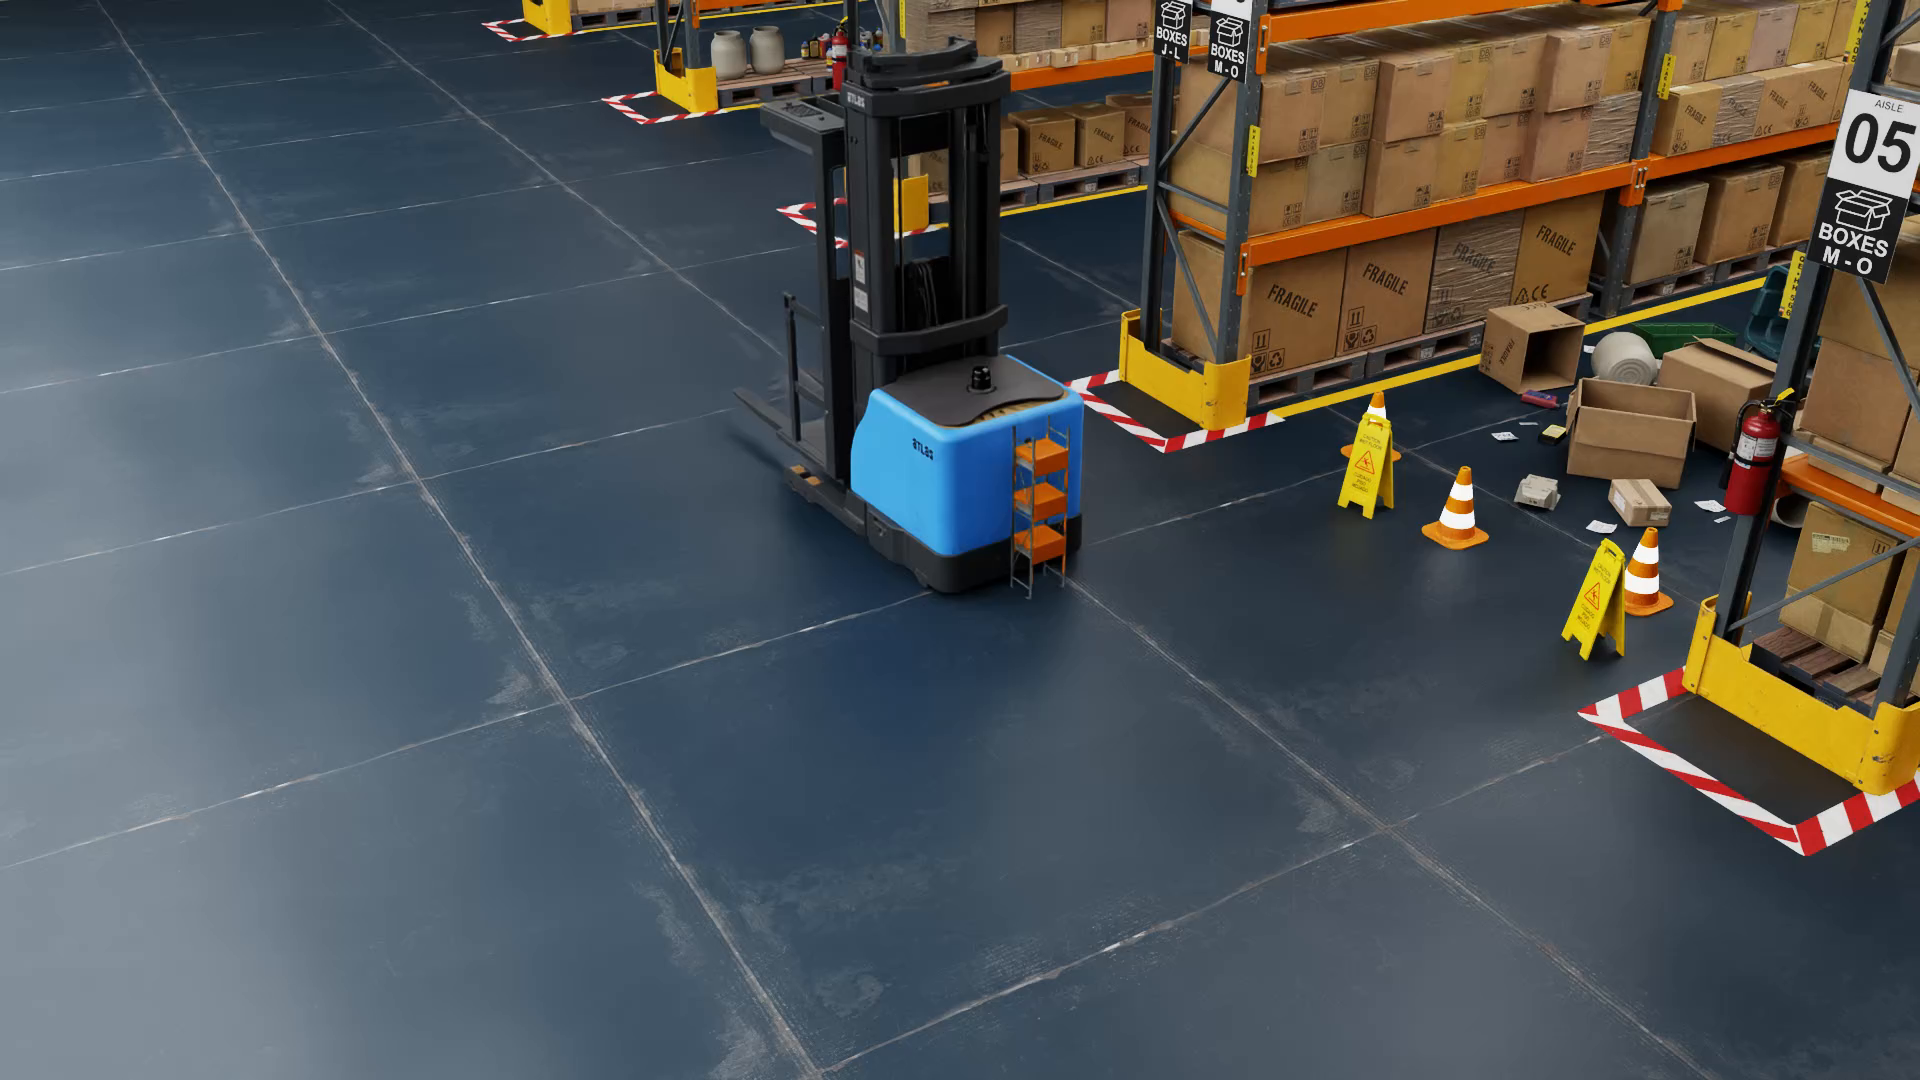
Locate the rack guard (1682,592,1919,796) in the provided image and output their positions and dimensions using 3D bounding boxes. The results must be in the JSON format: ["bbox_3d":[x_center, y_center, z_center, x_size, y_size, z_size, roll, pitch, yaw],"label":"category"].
[{"bbox_3d":[4.301,0.752,8.468,0.348,0.500,1.175,-16,33,-26],"label":"rack guard"}]

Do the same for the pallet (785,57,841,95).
[{"bbox_3d":[-1.499,-5.826,20.687,1.213,0.211,1.003,-16,33,-26],"label":"pallet"}]

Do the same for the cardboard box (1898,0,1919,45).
[{"bbox_3d":[8.146,-4.695,14.613,0.500,0.500,0.700,-16,33,-27],"label":"cardboard box"}]

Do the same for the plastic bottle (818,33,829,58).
[{"bbox_3d":[-1.702,-6.198,20.838,0.135,0.276,0.152,-16,33,-26],"label":"plastic bottle"}]

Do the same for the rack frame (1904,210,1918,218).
[{"bbox_3d":[8.538,-4.320,15.071,0.127,3.000,1.000,-16,33,-26],"label":"rack frame"}]

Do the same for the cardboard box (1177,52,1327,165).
[{"bbox_3d":[1.980,-2.974,11.361,0.550,0.550,0.875,-16,33,-26],"label":"cardboard box"}]

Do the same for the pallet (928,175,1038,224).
[{"bbox_3d":[-0.001,-3.434,16.352,1.213,0.211,1.003,-16,33,-26],"label":"pallet"}]

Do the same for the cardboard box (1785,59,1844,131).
[{"bbox_3d":[6.984,-3.770,13.972,0.500,0.500,0.500,-15,32,-26],"label":"cardboard box"}]

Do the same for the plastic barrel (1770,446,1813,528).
[{"bbox_3d":[5.249,-0.332,10.512,0.421,0.421,0.512,5,29,8],"label":"plastic barrel"}]

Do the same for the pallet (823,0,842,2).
[{"bbox_3d":[-1.736,-8.535,25.595,1.213,0.211,1.003,-16,33,-26],"label":"pallet"}]

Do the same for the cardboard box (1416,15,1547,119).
[{"bbox_3d":[3.803,-3.545,12.394,0.550,0.550,0.875,-16,33,-26],"label":"cardboard box"}]

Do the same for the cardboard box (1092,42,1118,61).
[{"bbox_3d":[1.327,-4.785,16.175,0.250,0.149,0.380,-16,33,-26],"label":"cardboard box"}]

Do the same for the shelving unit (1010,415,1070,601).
[{"bbox_3d":[0.458,-0.179,9.586,0.252,1.050,0.215,-19,34,-30],"label":"shelving unit"}]

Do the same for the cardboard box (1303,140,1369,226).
[{"bbox_3d":[2.401,-2.680,11.945,0.550,0.550,0.875,-16,33,-26],"label":"cardboard box"}]

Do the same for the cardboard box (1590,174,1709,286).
[{"bbox_3d":[5.579,-2.729,14.082,0.750,0.750,1.050,-16,33,-27],"label":"cardboard box"}]

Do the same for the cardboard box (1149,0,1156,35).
[{"bbox_3d":[1.796,-5.413,16.641,0.500,0.500,0.875,-16,33,-26],"label":"cardboard box"}]

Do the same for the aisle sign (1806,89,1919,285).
[{"bbox_3d":[4.035,-1.568,7.394,0.004,0.787,0.394,-16,33,-26],"label":"aisle sign"}]

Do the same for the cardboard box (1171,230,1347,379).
[{"bbox_3d":[2.192,-1.808,12.285,0.875,0.875,0.875,-16,33,-26],"label":"cardboard box"}]

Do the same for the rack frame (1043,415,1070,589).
[{"bbox_3d":[0.558,-0.212,9.646,0.008,1.050,0.200,-19,34,-30],"label":"rack frame"}]

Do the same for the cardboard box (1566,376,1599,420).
[{"bbox_3d":[4.541,-0.955,11.805,0.258,0.266,0.396,-10,30,-18],"label":"cardboard box"}]

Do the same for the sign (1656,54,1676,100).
[{"bbox_3d":[5.372,-3.523,12.650,0.005,0.325,0.100,-16,33,-26],"label":"sign"}]

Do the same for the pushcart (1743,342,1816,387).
[{"bbox_3d":[6.486,-1.093,11.937,1.648,0.377,0.936,22,36,34],"label":"pushcart"}]

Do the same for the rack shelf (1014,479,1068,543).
[{"bbox_3d":[0.458,-0.169,9.591,0.240,0.259,0.215,-19,34,-30],"label":"rack shelf"}]

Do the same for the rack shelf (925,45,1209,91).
[{"bbox_3d":[0.939,-4.627,16.372,4.000,0.370,1.077,-16,33,-26],"label":"rack shelf"}]

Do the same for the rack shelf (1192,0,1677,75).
[{"bbox_3d":[3.365,-3.849,11.859,4.000,0.370,1.077,-16,33,-26],"label":"rack shelf"}]

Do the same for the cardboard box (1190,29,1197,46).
[{"bbox_3d":[2.161,-5.053,16.660,0.250,0.149,0.380,-16,33,-26],"label":"cardboard box"}]

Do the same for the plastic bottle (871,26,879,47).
[{"bbox_3d":[-1.078,-6.404,21.204,0.133,0.283,0.061,-14,32,-24],"label":"plastic bottle"}]

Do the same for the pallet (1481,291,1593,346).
[{"bbox_3d":[4.394,-1.966,13.692,1.213,0.211,1.003,-16,33,-26],"label":"pallet"}]

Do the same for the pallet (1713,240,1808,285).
[{"bbox_3d":[6.770,-2.640,14.914,1.213,0.211,1.003,-16,33,-26],"label":"pallet"}]

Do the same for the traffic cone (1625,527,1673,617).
[{"bbox_3d":[3.953,0.144,9.608,0.334,0.463,0.336,-16,33,-26],"label":"traffic cone"}]

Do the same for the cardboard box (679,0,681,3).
[{"bbox_3d":[-3.931,-7.965,24.088,0.500,0.250,0.500,-16,33,-26],"label":"cardboard box"}]

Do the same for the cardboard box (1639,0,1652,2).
[{"bbox_3d":[8.250,-6.259,20.350,0.875,0.875,1.225,-17,33,-28],"label":"cardboard box"}]

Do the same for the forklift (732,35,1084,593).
[{"bbox_3d":[-0.500,-1.643,10.292,1.130,2.935,3.031,-18,34,-29],"label":"forklift"}]

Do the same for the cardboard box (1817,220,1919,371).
[{"bbox_3d":[4.565,-1.152,7.884,0.500,0.500,0.700,-17,33,-28],"label":"cardboard box"}]

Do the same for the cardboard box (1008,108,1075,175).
[{"bbox_3d":[0.809,-3.994,16.633,0.500,0.500,0.500,-13,31,-22],"label":"cardboard box"}]

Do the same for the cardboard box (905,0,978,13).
[{"bbox_3d":[-0.173,-5.085,15.012,0.500,0.500,0.500,-16,33,-26],"label":"cardboard box"}]

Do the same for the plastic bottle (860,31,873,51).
[{"bbox_3d":[-1.184,-6.264,20.958,0.135,0.276,0.152,-16,33,-26],"label":"plastic bottle"}]

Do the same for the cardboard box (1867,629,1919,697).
[{"bbox_3d":[5.071,0.614,8.543,0.500,0.250,0.500,-16,33,-27],"label":"cardboard box"}]

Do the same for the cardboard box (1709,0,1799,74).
[{"bbox_3d":[6.393,-4.196,13.709,0.500,0.500,0.700,-16,32,-26],"label":"cardboard box"}]

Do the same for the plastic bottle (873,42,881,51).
[{"bbox_3d":[-1.017,-5.986,20.458,0.097,0.271,0.097,0,29,0],"label":"plastic bottle"}]

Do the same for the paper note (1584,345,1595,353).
[{"bbox_3d":[4.969,-1.499,13.032,0.147,0.020,0.142,10,30,17],"label":"paper note"}]

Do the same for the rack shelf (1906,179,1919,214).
[{"bbox_3d":[5.960,-1.812,8.167,4.000,0.370,1.077,-16,33,-26],"label":"rack shelf"}]

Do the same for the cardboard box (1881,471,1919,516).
[{"bbox_3d":[4.633,-0.211,7.886,0.250,0.149,0.380,-16,33,-26],"label":"cardboard box"}]

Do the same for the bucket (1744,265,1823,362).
[{"bbox_3d":[6.140,-1.579,11.920,0.620,0.611,0.726,4,28,-14],"label":"bucket"}]

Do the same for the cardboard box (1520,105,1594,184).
[{"bbox_3d":[4.315,-3.167,12.827,0.550,0.550,0.875,-16,33,-26],"label":"cardboard box"}]

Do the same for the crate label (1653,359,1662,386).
[{"bbox_3d":[5.325,-1.256,12.482,0.298,0.136,0.250,10,30,17],"label":"crate label"}]

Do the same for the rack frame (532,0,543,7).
[{"bbox_3d":[-5.800,-8.580,22.791,0.127,3.000,1.000,-16,33,-26],"label":"rack frame"}]

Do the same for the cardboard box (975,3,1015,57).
[{"bbox_3d":[0.074,-4.922,15.751,0.500,0.500,0.875,-16,33,-26],"label":"cardboard box"}]

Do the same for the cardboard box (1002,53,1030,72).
[{"bbox_3d":[0.454,-4.549,15.747,0.250,0.149,0.380,-16,33,-26],"label":"cardboard box"}]
